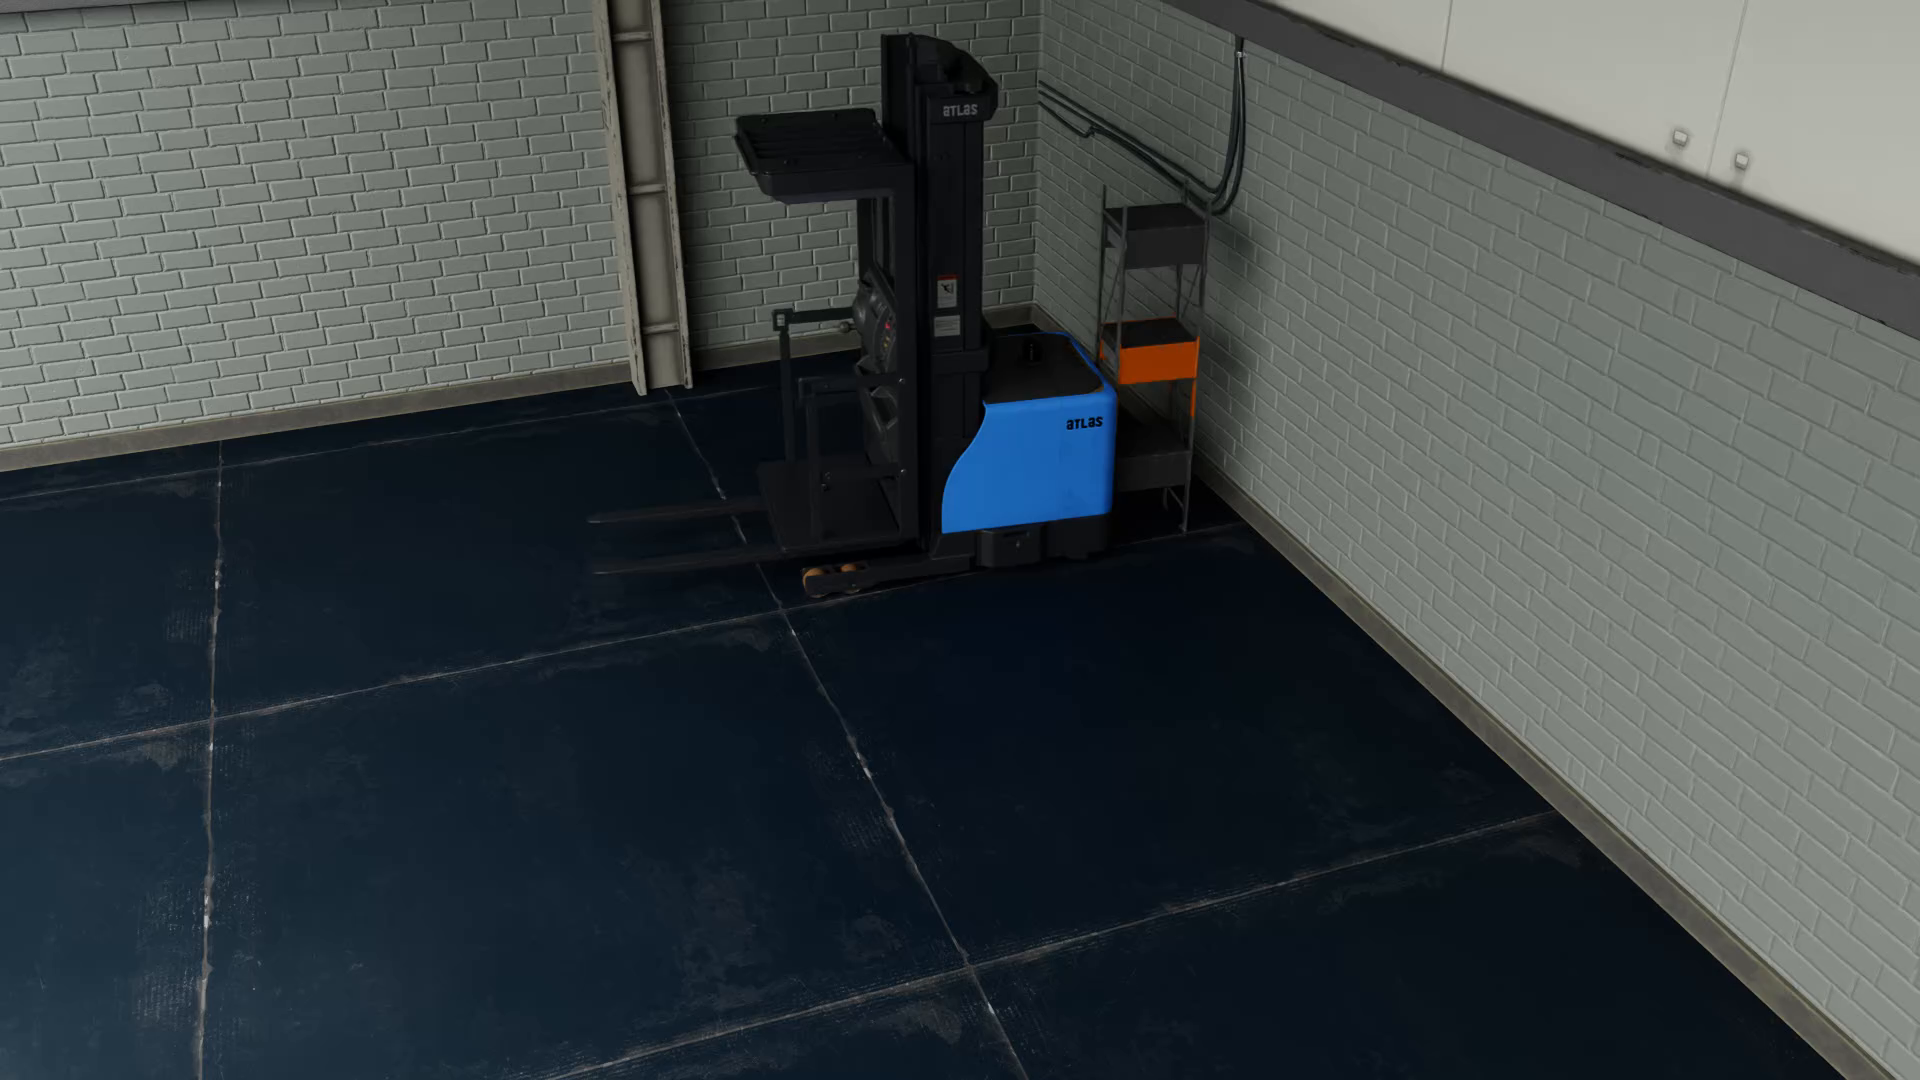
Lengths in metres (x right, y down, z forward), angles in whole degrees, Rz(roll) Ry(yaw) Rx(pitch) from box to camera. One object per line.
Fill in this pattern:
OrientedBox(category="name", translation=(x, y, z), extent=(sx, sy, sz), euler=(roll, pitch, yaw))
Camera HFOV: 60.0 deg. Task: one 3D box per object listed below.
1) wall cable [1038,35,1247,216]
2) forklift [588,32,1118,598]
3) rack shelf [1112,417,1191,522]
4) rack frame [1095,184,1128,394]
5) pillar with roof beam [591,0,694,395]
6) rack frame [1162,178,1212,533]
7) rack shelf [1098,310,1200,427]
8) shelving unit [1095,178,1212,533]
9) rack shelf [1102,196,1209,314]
OrientedBox(category="wall cable", translation=(1.057, -3.596, 10.459), extent=(0.112, 2.526, 3.097), euler=(-10, 31, -18))
OrientedBox(category="forklift", translation=(-0.662, -1.232, 9.302), extent=(3.031, 2.935, 1.130), euler=(-7, 30, -12))
OrientedBox(category="rack shelf", translation=(1.094, -0.405, 10.132), extent=(0.480, 0.518, 0.431), euler=(-7, 30, -12))
OrientedBox(category="rack frame", translation=(0.857, -0.996, 9.728), extent=(0.015, 2.100, 0.400), euler=(-7, 30, -12))
OrientedBox(category="pillar with roof beam", translation=(-0.664, -3.053, 6.369), extent=(0.400, 9.000, 9.100), euler=(-10, 31, -18))
OrientedBox(category="rack frame", translation=(1.331, -1.054, 9.829), extent=(0.015, 2.100, 0.400), euler=(-7, 30, -12))
OrientedBox(category="rack shelf", translation=(1.094, -1.013, 9.785), extent=(0.480, 0.518, 0.431), euler=(-7, 30, -12))
OrientedBox(category="shelving unit", translation=(1.094, -1.025, 9.778), extent=(0.503, 2.100, 0.431), euler=(-7, 30, -12))
OrientedBox(category="rack shelf", translation=(1.094, -1.621, 9.439), extent=(0.480, 0.518, 0.431), euler=(-7, 30, -12))
